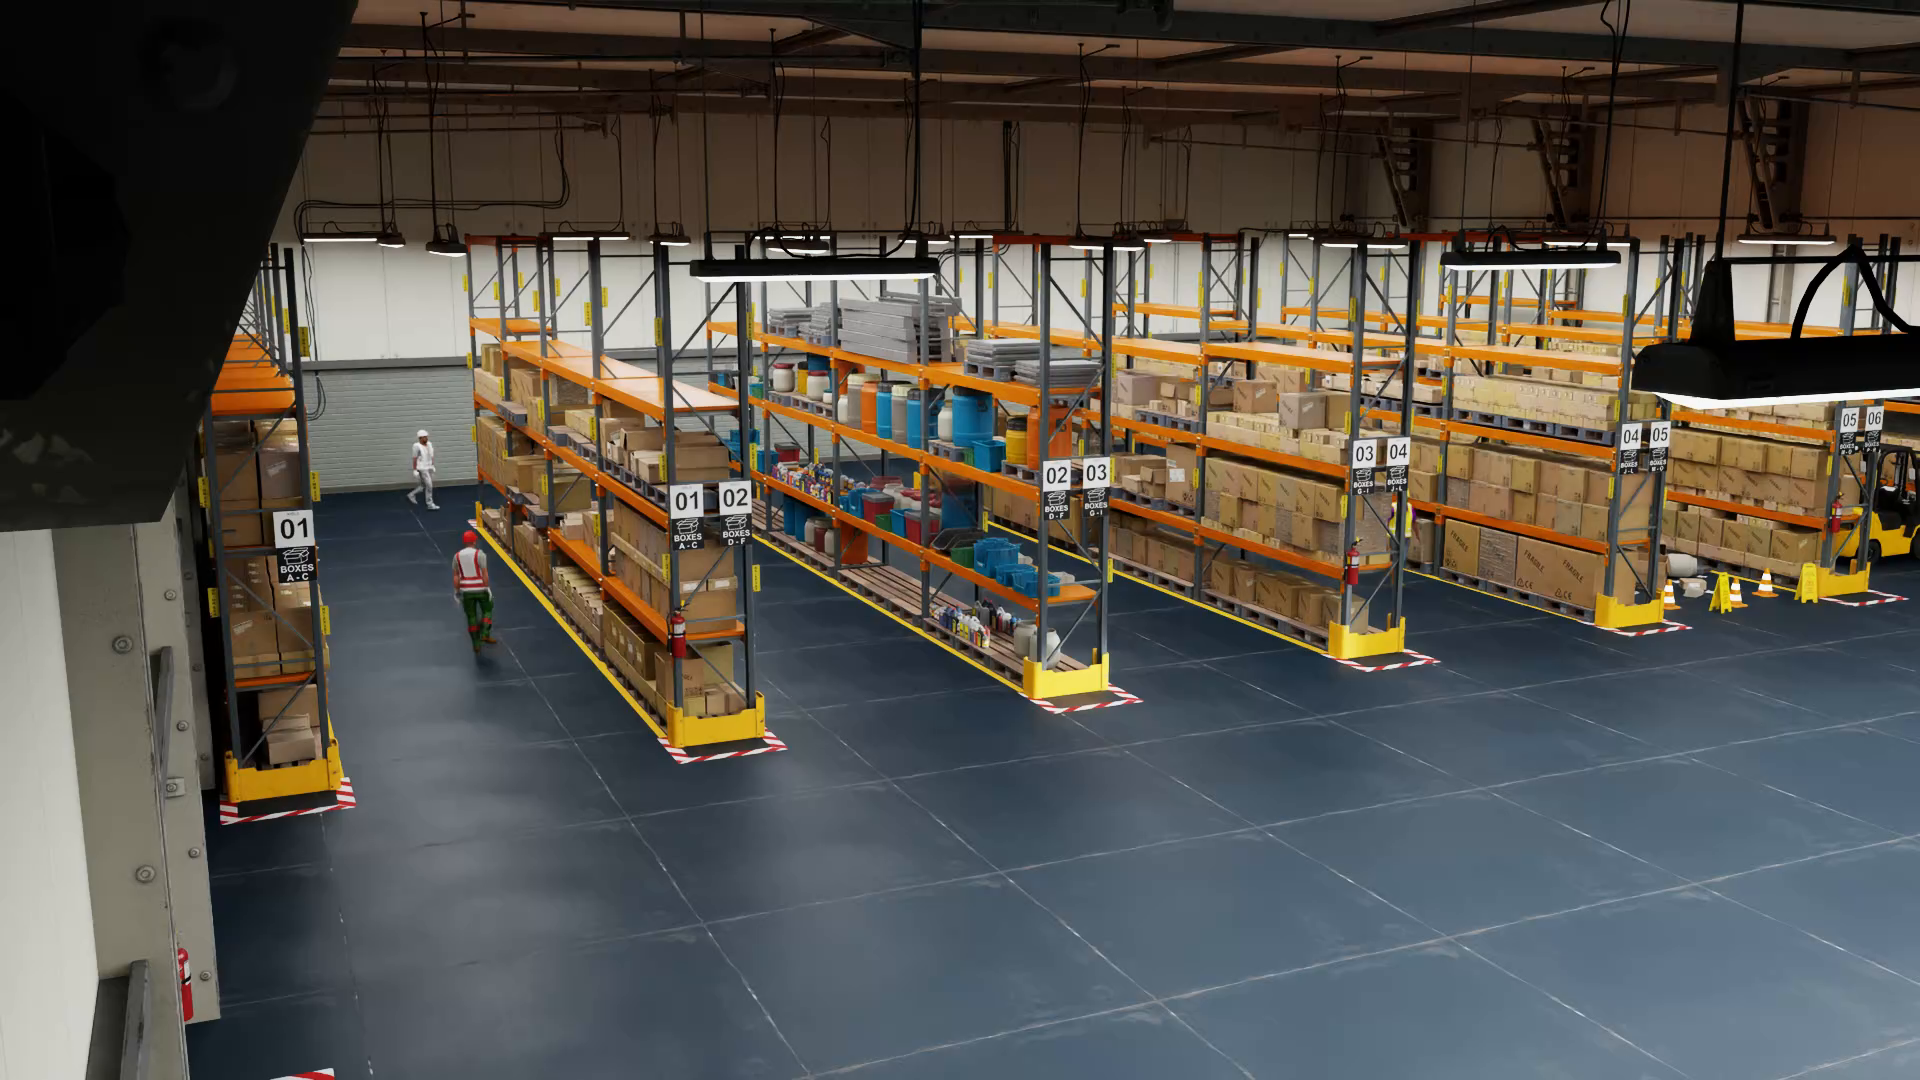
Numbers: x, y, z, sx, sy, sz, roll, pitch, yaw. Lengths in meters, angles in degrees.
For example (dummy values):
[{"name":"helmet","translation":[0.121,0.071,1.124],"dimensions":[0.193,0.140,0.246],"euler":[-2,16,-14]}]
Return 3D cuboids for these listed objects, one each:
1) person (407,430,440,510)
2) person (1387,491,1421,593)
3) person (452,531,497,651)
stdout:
[{"name":"person","translation":[-11.770,-1.551,36.449],"dimensions":[0.815,1.762,0.554],"euler":[3,11,13]},{"name":"person","translation":[7.594,-0.015,28.631],"dimensions":[0.621,1.807,0.581],"euler":[-3,11,-16]},{"name":"person","translation":[-7.170,0.749,24.531],"dimensions":[0.582,1.760,0.560],"euler":[-3,11,-15]}]
